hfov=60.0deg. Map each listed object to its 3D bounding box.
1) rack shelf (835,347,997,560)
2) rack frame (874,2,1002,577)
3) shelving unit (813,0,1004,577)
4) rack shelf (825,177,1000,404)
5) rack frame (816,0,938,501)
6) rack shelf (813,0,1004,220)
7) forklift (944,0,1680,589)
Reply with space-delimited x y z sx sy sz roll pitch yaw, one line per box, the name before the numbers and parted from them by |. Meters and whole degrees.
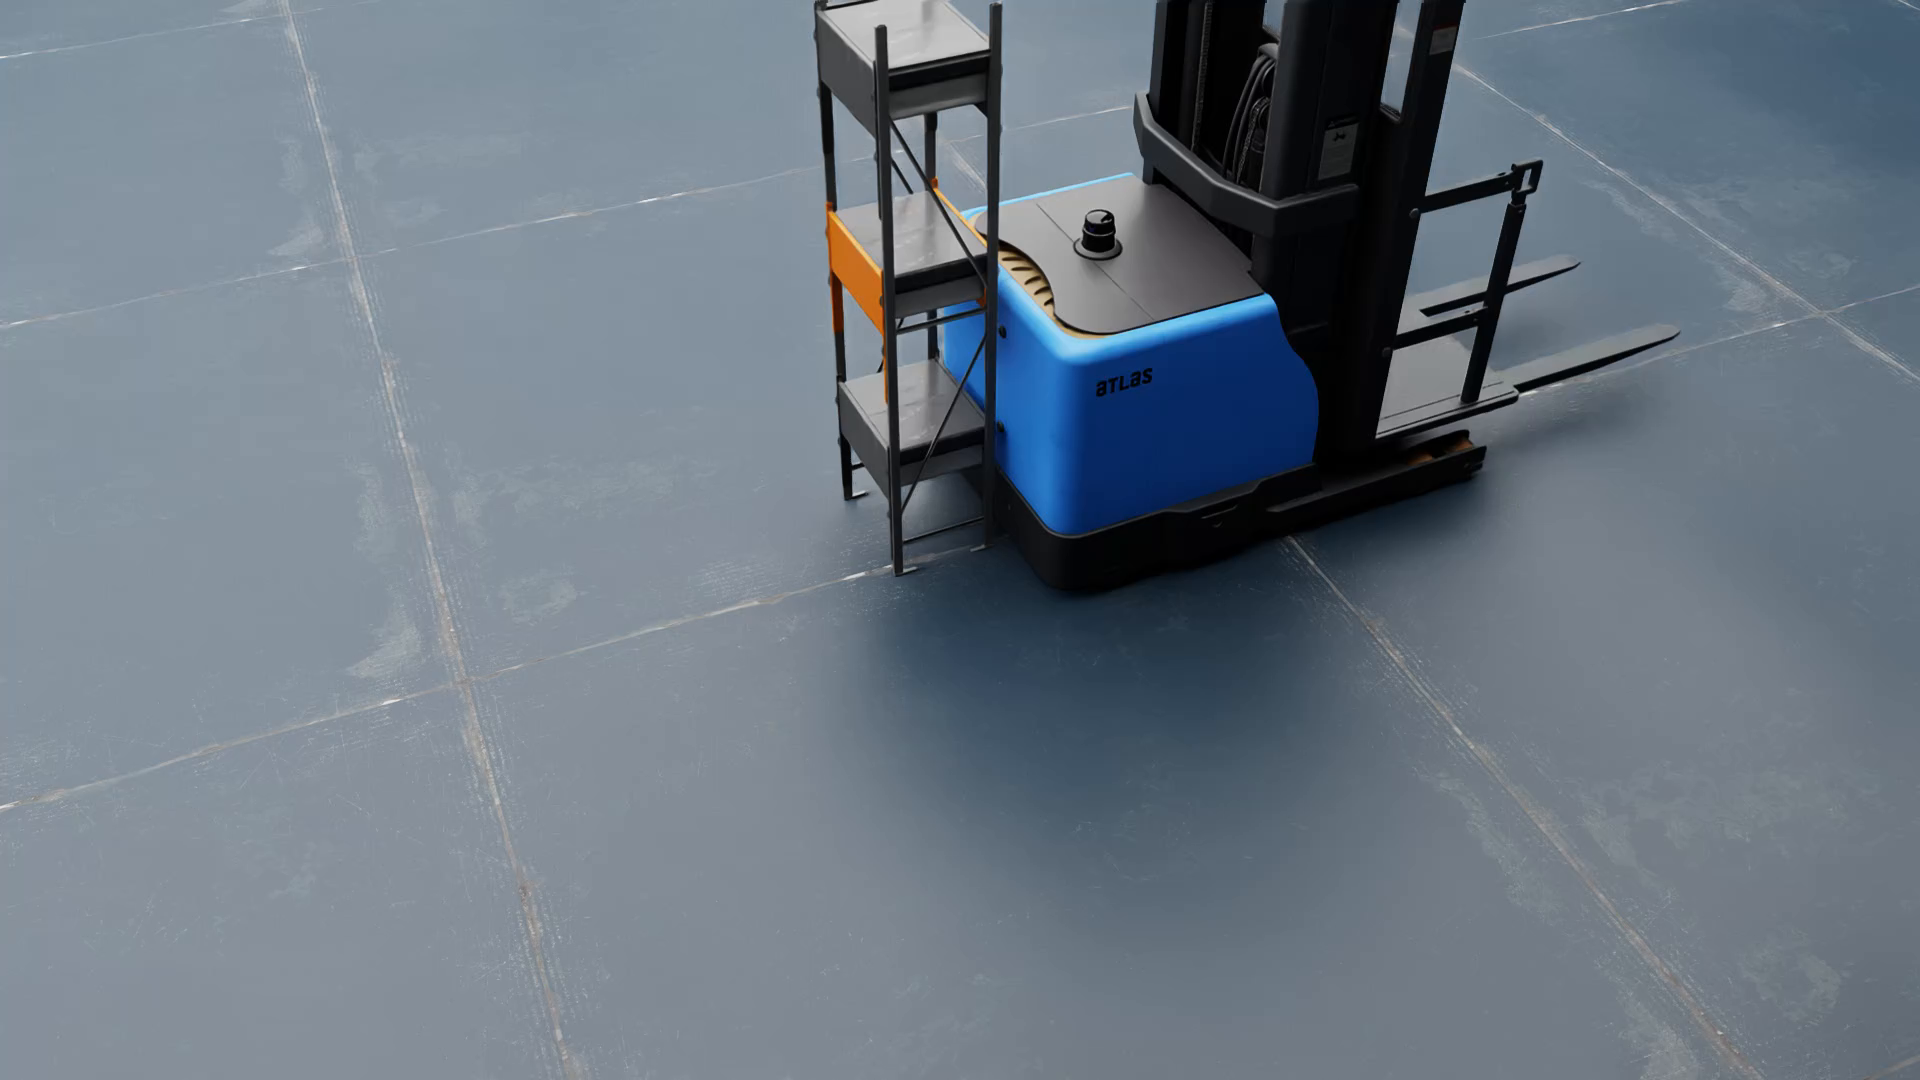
rack shelf | -0.164 -0.321 6.108 0.431 0.518 0.480 -17 44 -19
rack frame | -0.061 -0.718 5.475 0.400 2.100 0.015 -17 44 -19
shelving unit | -0.164 -0.862 5.642 0.431 2.100 0.503 -17 44 -19
rack shelf | -0.164 -0.852 5.651 0.431 0.518 0.480 -17 44 -19
rack frame | -0.267 -1.006 5.810 0.400 2.100 0.015 -17 44 -19
rack shelf | -0.164 -1.383 5.195 0.431 0.518 0.480 -17 44 -19
forklift | 1.486 -1.588 5.848 3.031 2.935 1.130 -17 44 -19
